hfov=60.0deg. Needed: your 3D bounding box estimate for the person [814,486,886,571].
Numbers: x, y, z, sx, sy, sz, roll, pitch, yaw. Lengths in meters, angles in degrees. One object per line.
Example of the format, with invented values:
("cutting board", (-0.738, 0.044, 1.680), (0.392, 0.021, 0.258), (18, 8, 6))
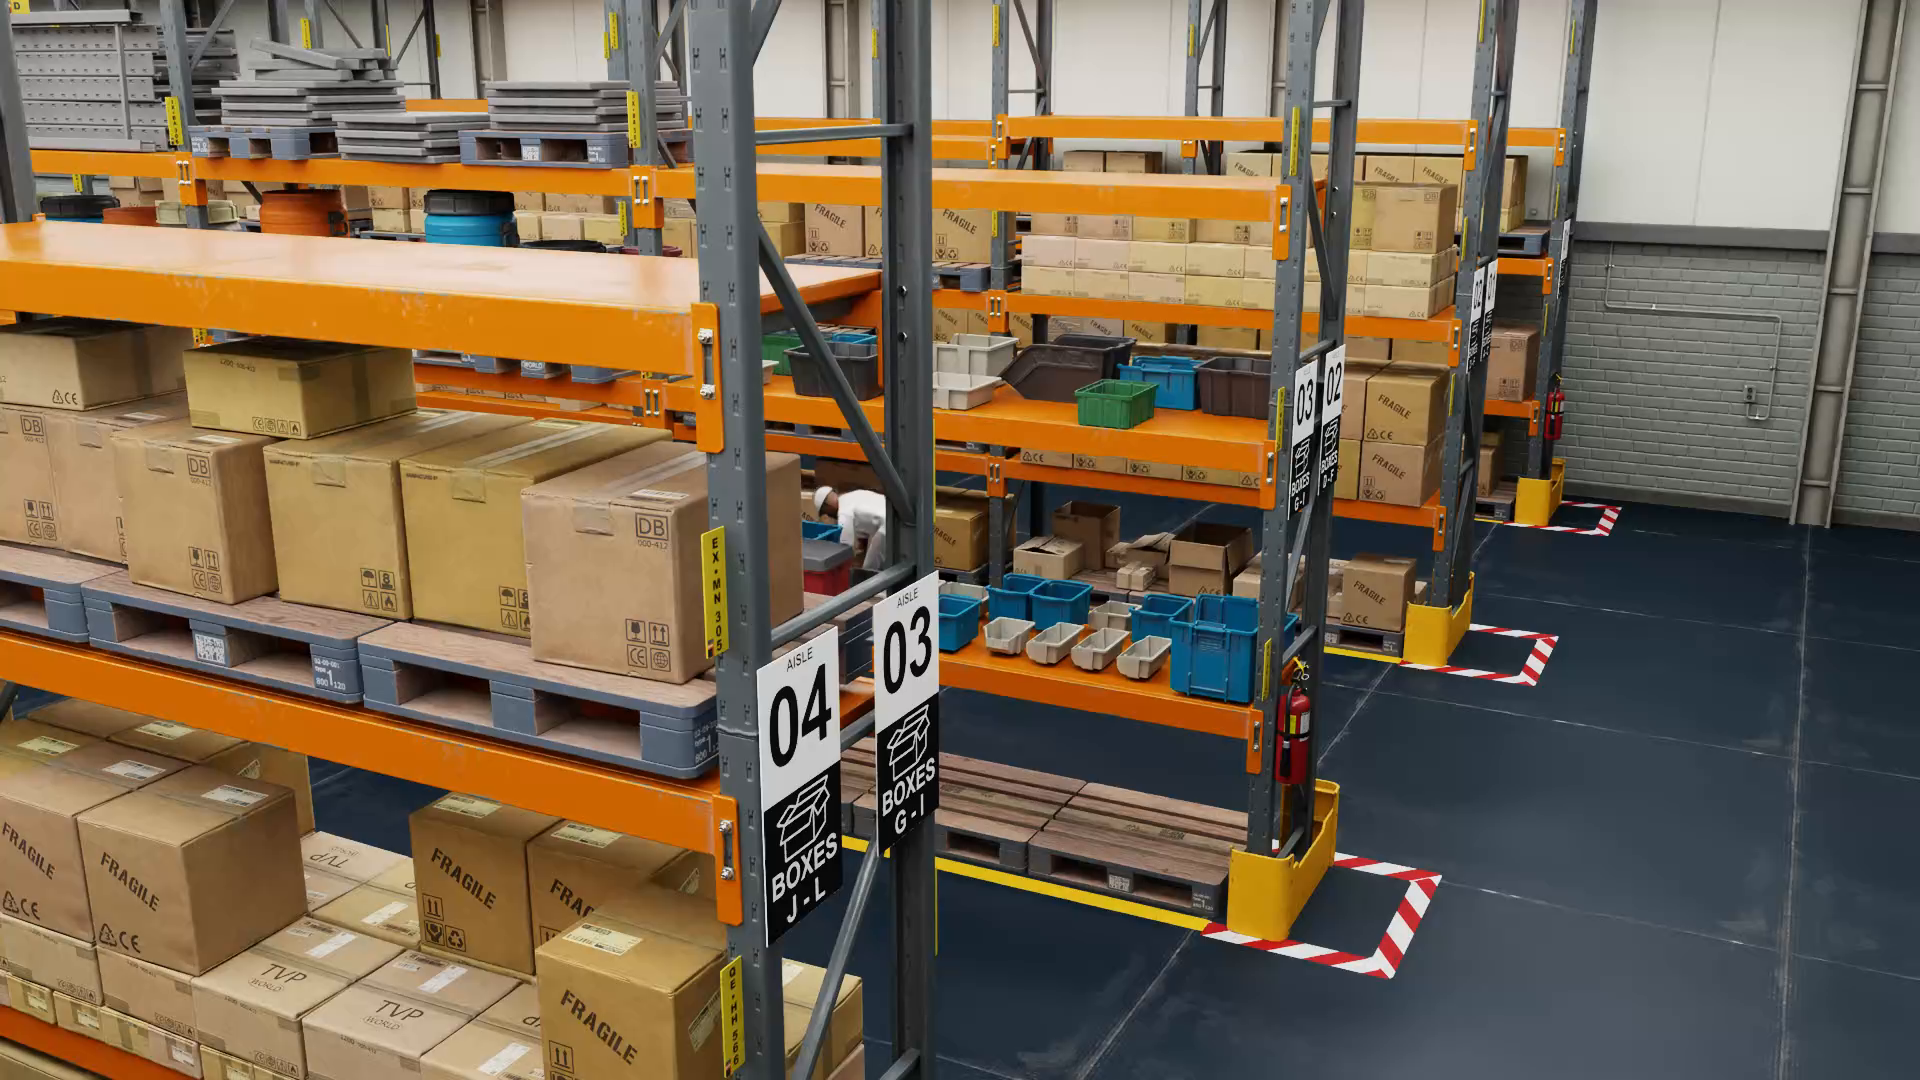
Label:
("person", (-0.847, 0.125, 14.675), (0.974, 1.148, 0.479), (7, 17, 25))
